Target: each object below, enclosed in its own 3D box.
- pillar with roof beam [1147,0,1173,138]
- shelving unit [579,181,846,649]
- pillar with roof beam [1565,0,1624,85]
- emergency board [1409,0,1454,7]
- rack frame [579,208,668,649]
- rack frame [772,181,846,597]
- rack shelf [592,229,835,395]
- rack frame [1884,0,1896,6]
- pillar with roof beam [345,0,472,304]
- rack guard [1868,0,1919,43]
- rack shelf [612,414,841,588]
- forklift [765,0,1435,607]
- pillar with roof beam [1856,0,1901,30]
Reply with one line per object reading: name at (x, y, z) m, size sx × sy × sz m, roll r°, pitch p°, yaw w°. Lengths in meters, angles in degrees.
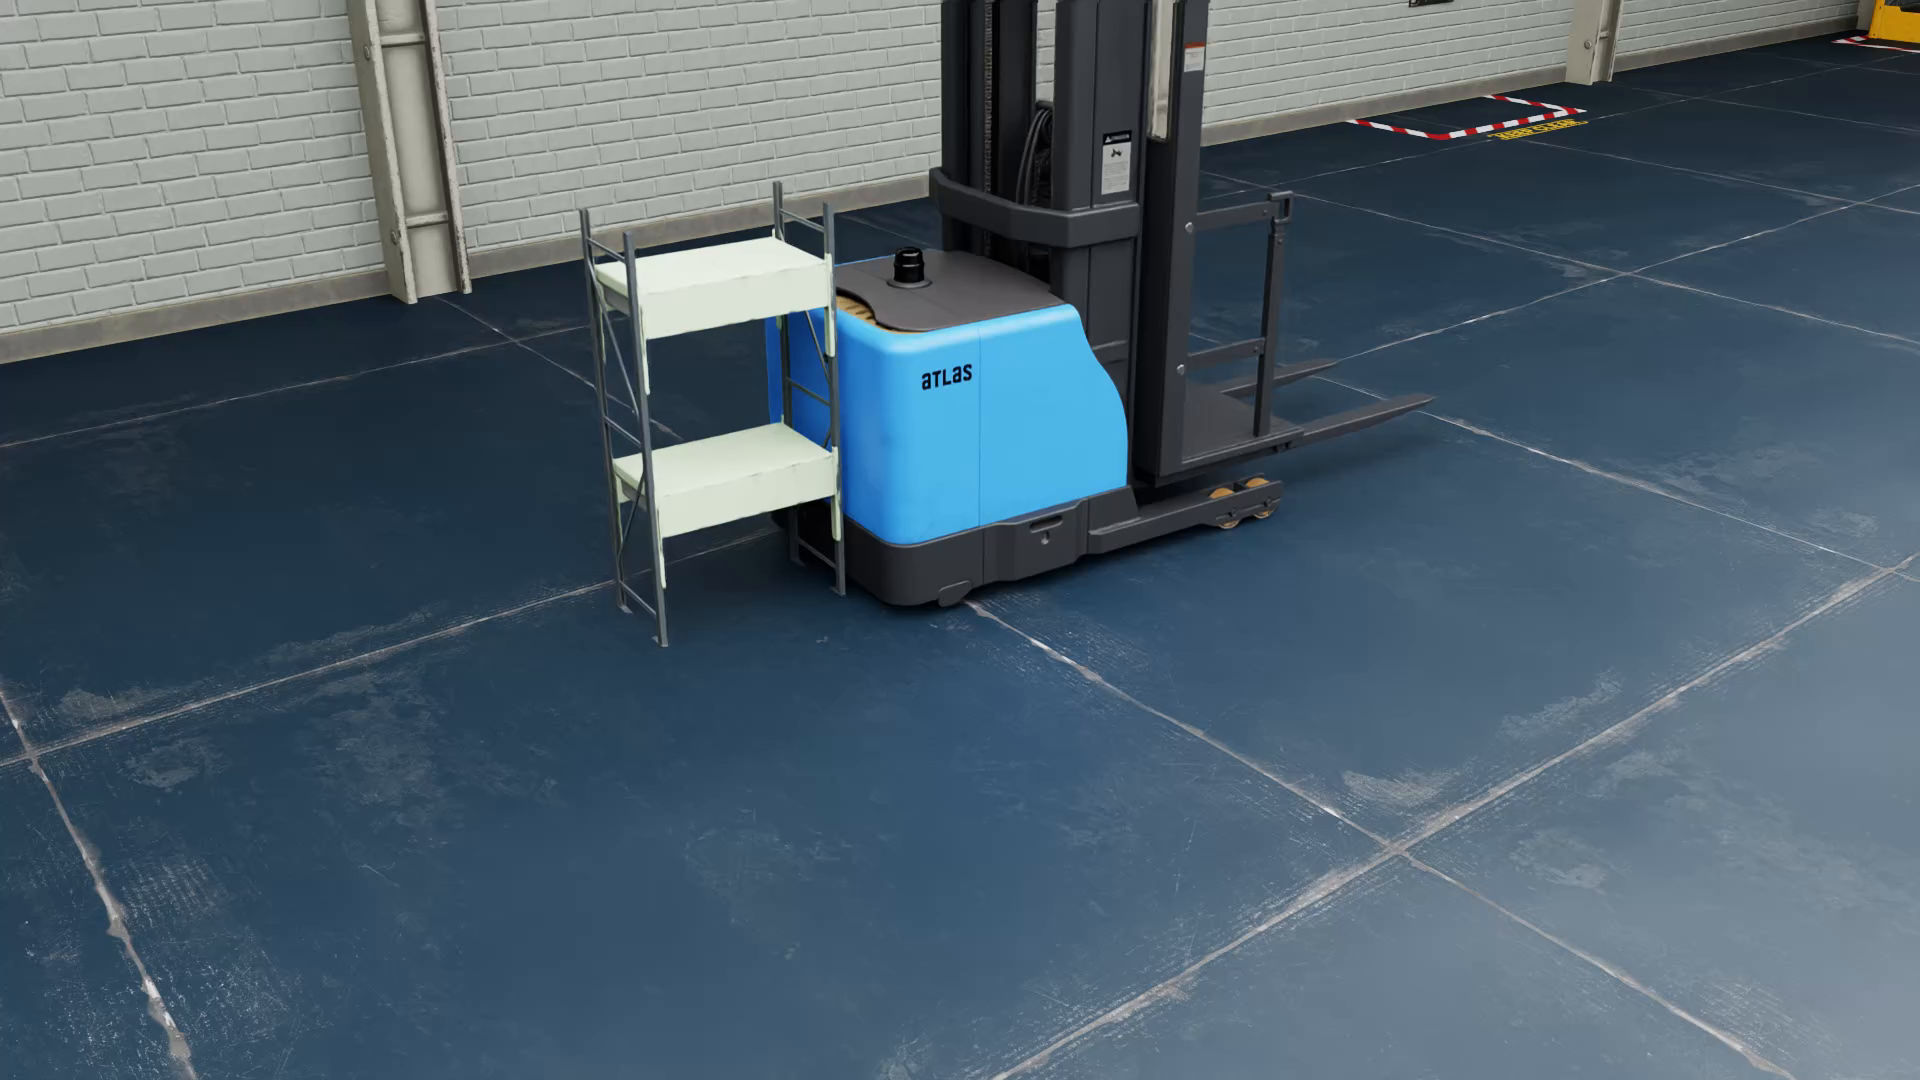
pillar with roof beam at (4.214, -5.695, 8.332) m, size 0.400 × 9.000 × 9.100 m, roll -18°, pitch 31°, yaw -34°
shelving unit at (-0.856, -0.451, 5.939) m, size 0.755 × 1.500 × 0.431 m, roll -16°, pitch 29°, yaw -30°
pillar with roof beam at (8.935, -7.254, 11.690) m, size 0.400 × 9.000 × 9.100 m, roll -18°, pitch 31°, yaw -34°
emergency board at (4.293, -5.333, 14.678) m, size 0.626 × 1.169 × 0.157 m, roll -18°, pitch 31°, yaw -34°
rack frame at (-1.160, -0.365, 5.755) m, size 0.023 × 1.500 × 0.400 m, roll -16°, pitch 29°, yaw -30°
rack frame at (-0.552, -0.536, 6.124) m, size 0.023 × 1.500 × 0.400 m, roll -16°, pitch 29°, yaw -30°
rack shelf at (-0.856, -0.805, 5.775) m, size 0.720 × 0.370 × 0.431 m, roll -16°, pitch 29°, yaw -30°
rack frame at (10.983, -7.049, 18.375) m, size 0.127 × 3.000 × 1.000 m, roll -18°, pitch 31°, yaw -34°
pillar with roof beam at (-0.508, -4.136, 4.973) m, size 0.400 × 9.000 × 9.100 m, roll -18°, pitch 31°, yaw -34°
rack guard at (11.043, -5.935, 18.944) m, size 0.348 × 0.500 × 1.175 m, roll -18°, pitch 31°, yaw -34°
rack shelf at (-0.856, -0.155, 6.077) m, size 0.720 × 0.370 × 0.431 m, roll -16°, pitch 29°, yaw -30°
forklift at (0.740, -1.543, 6.594) m, size 3.031 × 2.935 × 1.130 m, roll -16°, pitch 29°, yaw -30°
pillar with roof beam at (13.657, -8.812, 15.048) m, size 0.400 × 9.000 × 9.100 m, roll -18°, pitch 31°, yaw -34°
